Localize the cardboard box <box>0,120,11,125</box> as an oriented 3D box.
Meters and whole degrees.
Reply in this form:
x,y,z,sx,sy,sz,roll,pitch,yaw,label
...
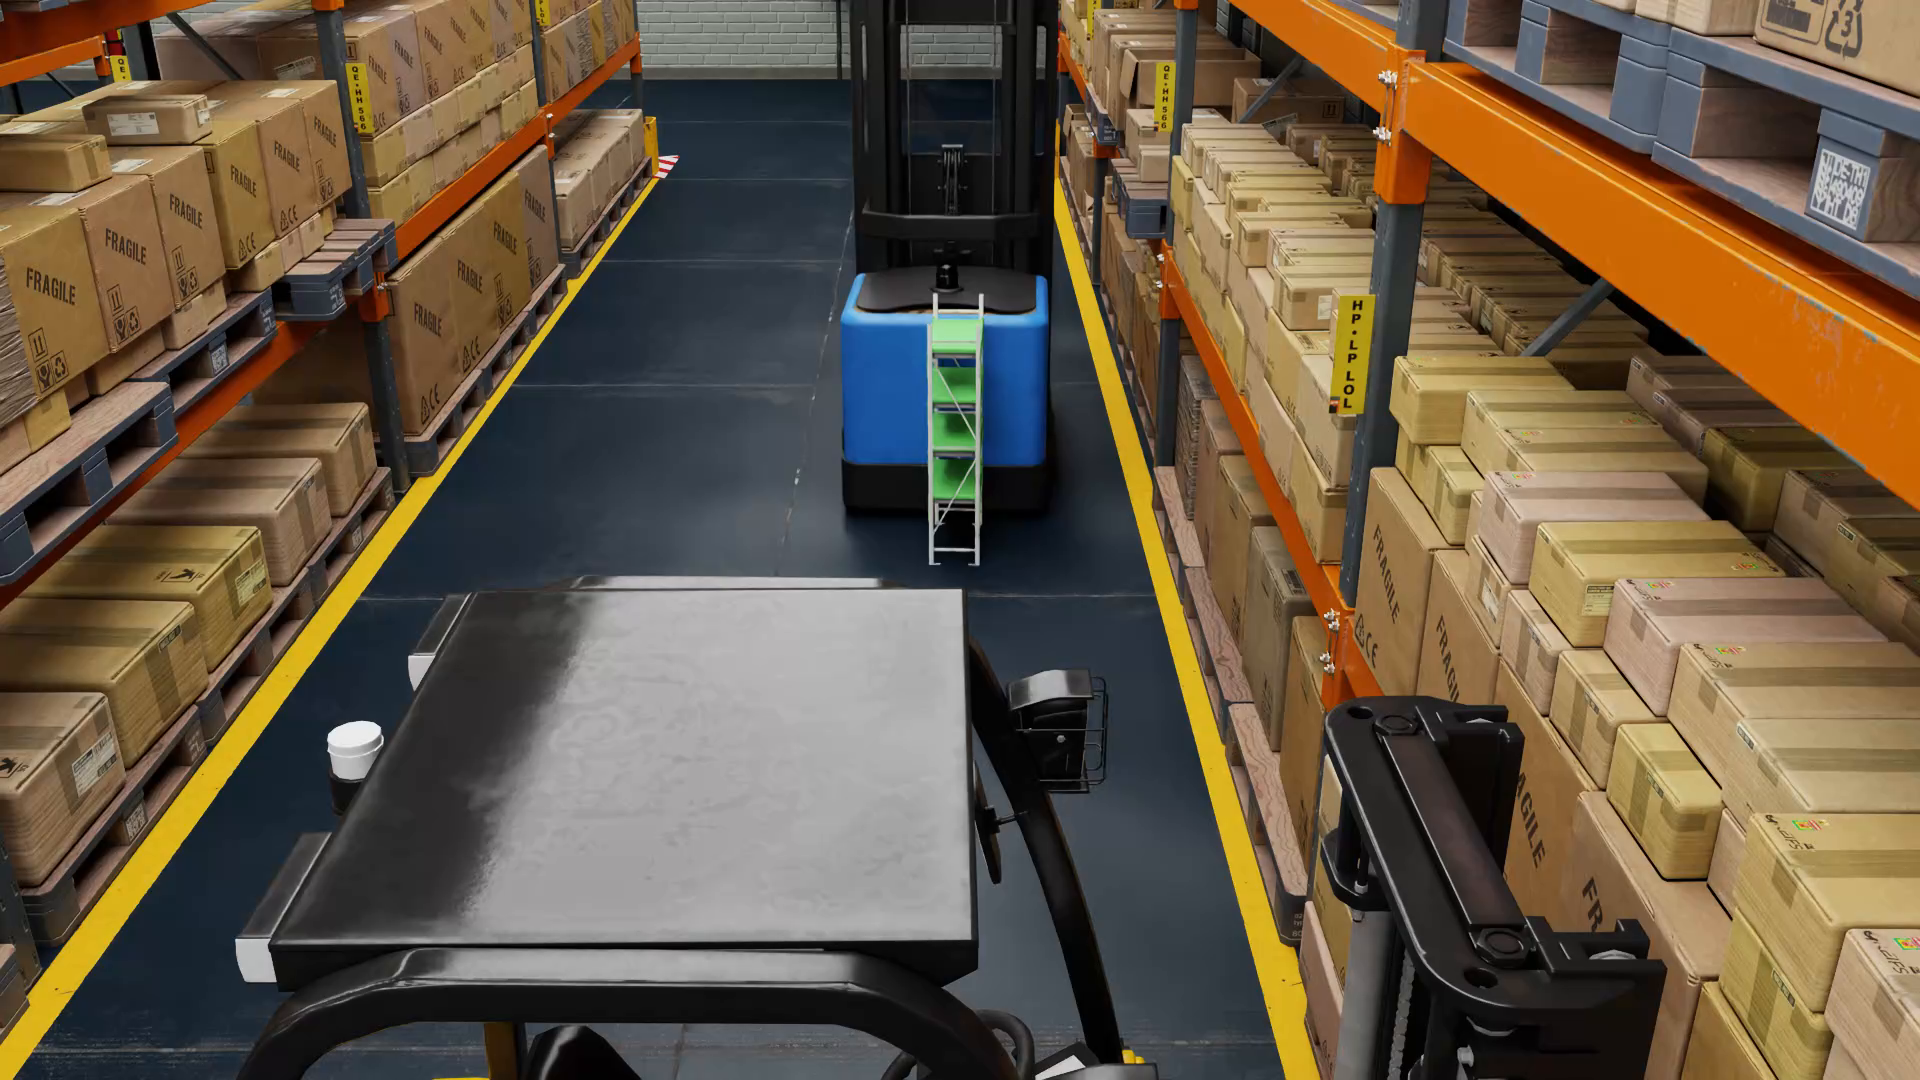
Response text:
x,y,z,sx,sy,sz,roll,pitch,yaw,label
-8.677,-3.691,15.000,0.380,0.149,0.250,0,24,0,cardboard box

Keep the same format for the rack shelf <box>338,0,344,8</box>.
x,y,z,sx,sy,sz,roll,pitch,yaw,label
-3.452,-3.489,9.557,1.077,0.370,4.000,0,24,-1,rack shelf

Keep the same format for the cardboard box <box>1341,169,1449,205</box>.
x,y,z,sx,sy,sz,roll,pitch,yaw,label
1.793,-1.435,6.873,0.380,0.149,0.250,0,24,-1,cardboard box

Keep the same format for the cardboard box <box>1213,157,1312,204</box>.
x,y,z,sx,sy,sz,roll,pitch,yaw,label
1.290,-1.535,7.095,0.380,0.149,0.250,0,24,0,cardboard box

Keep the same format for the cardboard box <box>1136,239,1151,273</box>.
x,y,z,sx,sy,sz,roll,pitch,yaw,label
1.288,-1.747,10.208,0.380,0.149,0.250,-1,24,-3,cardboard box

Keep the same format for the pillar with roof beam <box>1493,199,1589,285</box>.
x,y,z,sx,sy,sz,roll,pitch,yaw,label
-1.856,-3.831,5.800,9.100,9.000,0.400,0,24,-1,pillar with roof beam

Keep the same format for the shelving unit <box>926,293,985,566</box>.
x,y,z,sx,sy,sz,roll,pitch,yaw,label
-0.018,-0.525,7.955,0.258,1.200,0.503,1,24,2,shelving unit

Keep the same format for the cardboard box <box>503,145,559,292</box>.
x,y,z,sx,sy,sz,roll,pitch,yaw,label
-3.387,-2.242,11.636,0.875,0.875,0.875,0,24,1,cardboard box

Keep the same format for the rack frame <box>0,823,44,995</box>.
x,y,z,sx,sy,sz,roll,pitch,yaw,label
-3.387,0.022,4.560,1.000,3.000,0.127,0,24,-1,rack frame

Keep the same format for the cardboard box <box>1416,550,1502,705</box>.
x,y,z,sx,sy,sz,roll,pitch,yaw,label
1.343,0.352,3.711,0.500,0.500,0.500,0,24,0,cardboard box

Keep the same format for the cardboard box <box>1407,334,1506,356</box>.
x,y,z,sx,sy,sz,roll,pitch,yaw,label
1.351,-0.482,4.768,0.380,0.149,0.250,1,24,1,cardboard box

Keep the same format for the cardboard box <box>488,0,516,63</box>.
x,y,z,sx,sy,sz,roll,pitch,yaw,label
-3.205,-3.379,10.747,0.500,0.500,0.500,0,24,0,cardboard box

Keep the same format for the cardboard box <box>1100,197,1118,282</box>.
x,y,z,sx,sy,sz,roll,pitch,yaw,label
1.270,-2.150,11.887,0.500,0.500,0.500,1,24,2,cardboard box

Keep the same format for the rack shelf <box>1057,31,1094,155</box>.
x,y,z,sx,sy,sz,roll,pitch,yaw,label
1.468,-3.794,13.872,1.077,0.370,4.000,0,24,-1,rack shelf

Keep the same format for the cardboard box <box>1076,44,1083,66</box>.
x,y,z,sx,sy,sz,roll,pitch,yaw,label
1.163,-4.056,13.882,0.380,0.149,0.250,0,24,1,cardboard box

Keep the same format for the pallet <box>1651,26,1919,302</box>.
x,y,z,sx,sy,sz,roll,pitch,yaw,label
1.622,-0.475,2.128,1.003,0.211,1.213,0,24,-1,pallet

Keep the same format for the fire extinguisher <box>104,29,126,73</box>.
x,y,z,sx,sy,sz,roll,pitch,yaw,label
-8.007,-4.759,15.679,0.296,0.674,0.183,0,24,-1,fire extinguisher

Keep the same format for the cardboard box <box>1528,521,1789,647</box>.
x,y,z,sx,sy,sz,roll,pitch,yaw,label
1.318,0.080,3.163,0.380,0.149,0.250,-1,24,-1,cardboard box

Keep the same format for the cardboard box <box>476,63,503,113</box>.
x,y,z,sx,sy,sz,roll,pitch,yaw,label
-3.201,-2.834,10.451,0.500,0.250,0.500,0,24,1,cardboard box

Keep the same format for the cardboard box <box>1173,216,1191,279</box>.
x,y,z,sx,sy,sz,roll,pitch,yaw,label
1.294,-1.397,7.882,0.500,0.250,0.500,0,24,0,cardboard box

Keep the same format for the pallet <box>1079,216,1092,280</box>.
x,y,z,sx,sy,sz,roll,pitch,yaw,label
1.483,-2.310,13.102,1.003,0.211,1.213,0,24,-1,pallet

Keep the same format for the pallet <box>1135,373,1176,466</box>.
x,y,z,sx,sy,sz,roll,pitch,yaw,label
1.563,-0.687,9.513,1.003,0.211,1.213,0,24,-1,pallet

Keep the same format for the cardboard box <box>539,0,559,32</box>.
x,y,z,sx,sy,sz,roll,pitch,yaw,label
-3.237,-3.973,12.059,0.500,0.500,0.500,0,24,0,cardboard box

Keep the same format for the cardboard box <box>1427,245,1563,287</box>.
x,y,z,sx,sy,sz,roll,pitch,yaw,label
1.834,-0.910,5.713,0.380,0.149,0.250,0,24,-1,cardboard box

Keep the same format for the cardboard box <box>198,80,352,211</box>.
x,y,z,sx,sy,sz,roll,pitch,yaw,label
-3.147,-1.812,7.625,0.500,0.500,0.500,-1,24,-2,cardboard box

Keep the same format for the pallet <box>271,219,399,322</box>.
x,y,z,sx,sy,sz,roll,pitch,yaw,label
-3.316,-1.245,7.596,1.213,0.211,1.003,0,24,-1,pallet

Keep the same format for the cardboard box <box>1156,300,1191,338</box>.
x,y,z,sx,sy,sz,roll,pitch,yaw,label
1.274,-1.200,9.000,0.380,0.149,0.250,-1,24,-3,cardboard box

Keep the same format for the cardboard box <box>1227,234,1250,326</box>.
x,y,z,sx,sy,sz,roll,pitch,yaw,label
1.316,-0.993,6.380,0.500,0.250,0.500,0,24,0,cardboard box

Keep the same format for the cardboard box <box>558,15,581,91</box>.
x,y,z,sx,sy,sz,roll,pitch,yaw,label
-3.219,-3.722,12.717,0.500,0.500,0.500,0,24,0,cardboard box

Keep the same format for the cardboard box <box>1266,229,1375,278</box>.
x,y,z,sx,sy,sz,roll,pitch,yaw,label
1.307,-1.009,5.932,0.380,0.149,0.250,0,24,0,cardboard box

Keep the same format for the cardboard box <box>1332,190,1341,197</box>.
x,y,z,sx,sy,sz,roll,pitch,yaw,label
1.823,-1.415,7.313,0.500,0.250,0.500,0,24,0,cardboard box

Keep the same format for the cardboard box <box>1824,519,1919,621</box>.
x,y,z,sx,sy,sz,roll,pitch,yaw,label
1.908,0.075,3.176,0.380,0.149,0.250,-1,24,-1,cardboard box

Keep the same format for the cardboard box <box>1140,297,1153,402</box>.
x,y,z,sx,sy,sz,roll,pitch,yaw,label
1.318,-1.082,9.525,0.500,0.500,0.500,-1,24,-1,cardboard box

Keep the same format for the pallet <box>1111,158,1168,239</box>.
x,y,z,sx,sy,sz,roll,pitch,yaw,label
1.455,-1.841,8.914,1.213,0.211,1.003,0,24,-1,pallet

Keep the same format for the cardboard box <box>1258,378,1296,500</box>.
x,y,z,sx,sy,sz,roll,pitch,yaw,label
1.299,-0.347,5.559,0.500,0.250,0.500,0,24,-1,cardboard box

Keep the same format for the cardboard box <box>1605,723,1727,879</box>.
x,y,z,sx,sy,sz,roll,pitch,yaw,label
1.314,0.427,2.757,0.380,0.149,0.250,-1,24,-2,cardboard box

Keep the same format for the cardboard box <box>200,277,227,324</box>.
x,y,z,sx,sy,sz,roll,pitch,yaw,label
-3.095,-0.931,6.463,0.380,0.149,0.250,-1,24,-2,cardboard box

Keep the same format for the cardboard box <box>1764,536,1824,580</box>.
x,y,z,sx,sy,sz,roll,pitch,yaw,label
1.910,0.107,3.464,0.380,0.149,0.250,0,24,0,cardboard box

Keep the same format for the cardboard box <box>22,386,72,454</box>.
x,y,z,sx,sy,sz,roll,pitch,yaw,label
-3.071,-0.387,5.260,0.380,0.149,0.250,0,24,1,cardboard box

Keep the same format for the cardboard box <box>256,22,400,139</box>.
x,y,z,sx,sy,sz,roll,pitch,yaw,label
-3.191,-2.331,8.430,0.500,0.500,0.500,-1,24,-2,cardboard box

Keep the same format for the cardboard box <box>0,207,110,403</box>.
x,y,z,sx,sy,sz,roll,pitch,yaw,label
-3.111,-0.751,5.278,0.500,0.500,0.500,0,24,0,cardboard box

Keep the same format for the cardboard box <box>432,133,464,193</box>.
x,y,z,sx,sy,sz,roll,pitch,yaw,label
-3.207,-2.188,9.630,0.500,0.250,0.500,1,24,1,cardboard box

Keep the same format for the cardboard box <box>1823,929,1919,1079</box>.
x,y,z,sx,sy,sz,roll,pitch,yaw,label
1.300,0.605,2.004,0.380,0.149,0.250,0,24,1,cardboard box

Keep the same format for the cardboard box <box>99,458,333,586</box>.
x,y,z,sx,sy,sz,roll,pitch,yaw,label
-3.418,-0.083,7.473,0.950,0.372,0.625,-1,24,-2,cardboard box

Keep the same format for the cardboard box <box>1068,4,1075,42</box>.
x,y,z,sx,sy,sz,roll,pitch,yaw,label
1.196,-4.409,14.179,0.500,0.250,0.500,-1,24,-2,cardboard box

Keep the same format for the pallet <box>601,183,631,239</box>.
x,y,z,sx,sy,sz,roll,pitch,yaw,label
-3.420,-2.821,14.232,1.003,0.211,1.213,0,24,-1,pallet

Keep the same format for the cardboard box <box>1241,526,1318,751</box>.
x,y,z,sx,sy,sz,roll,pitch,yaw,label
1.559,0.354,6.198,0.875,0.625,0.625,0,24,-1,cardboard box

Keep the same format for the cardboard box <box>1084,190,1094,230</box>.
x,y,z,sx,sy,sz,roll,pitch,yaw,label
1.186,-2.619,13.209,0.396,0.266,0.258,1,24,1,cardboard box

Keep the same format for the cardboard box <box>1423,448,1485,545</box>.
x,y,z,sx,sy,sz,roll,pitch,yaw,label
1.321,-0.103,3.930,0.380,0.149,0.250,0,24,1,cardboard box

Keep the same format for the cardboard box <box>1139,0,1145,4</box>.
x,y,z,sx,sy,sz,roll,pitch,yaw,label
1.721,-4.613,14.630,0.500,0.250,0.500,0,24,0,cardboard box

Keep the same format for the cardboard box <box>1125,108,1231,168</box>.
x,y,z,sx,sy,sz,roll,pitch,yaw,label
1.198,-2.206,9.160,0.500,0.250,0.500,-1,24,-3,cardboard box

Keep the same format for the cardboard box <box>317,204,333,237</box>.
x,y,z,sx,sy,sz,roll,pitch,yaw,label
-3.116,-1.459,7.630,0.380,0.149,0.250,0,24,0,cardboard box

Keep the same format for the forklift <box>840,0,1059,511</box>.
x,y,z,sx,sy,sz,roll,pitch,yaw,label
-0.021,-2.048,9.222,1.130,2.935,3.031,1,24,2,forklift

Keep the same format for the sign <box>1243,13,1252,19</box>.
x,y,z,sx,sy,sz,roll,pitch,yaw,label
2.044,-3.829,11.672,0.100,0.325,0.005,0,24,-1,sign

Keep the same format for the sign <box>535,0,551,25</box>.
x,y,z,sx,sy,sz,roll,pitch,yaw,label
-2.931,-3.772,11.641,0.100,0.325,0.005,0,24,-1,sign

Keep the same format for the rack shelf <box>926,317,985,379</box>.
x,y,z,sx,sy,sz,roll,pitch,yaw,label
-0.018,-0.904,7.784,0.258,0.148,0.480,1,24,2,rack shelf

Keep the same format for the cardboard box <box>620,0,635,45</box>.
x,y,z,sx,sy,sz,roll,pitch,yaw,label
-3.248,-4.770,15.036,0.500,0.500,0.500,0,24,0,cardboard box

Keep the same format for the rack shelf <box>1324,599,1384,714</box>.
x,y,z,sx,sy,sz,roll,pitch,yaw,label
1.599,1.150,2.939,1.077,0.370,4.000,0,24,-1,rack shelf

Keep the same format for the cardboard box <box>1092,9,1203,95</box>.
x,y,z,sx,sy,sz,roll,pitch,yaw,label
1.271,-3.334,11.352,0.700,0.500,0.500,0,24,1,cardboard box
